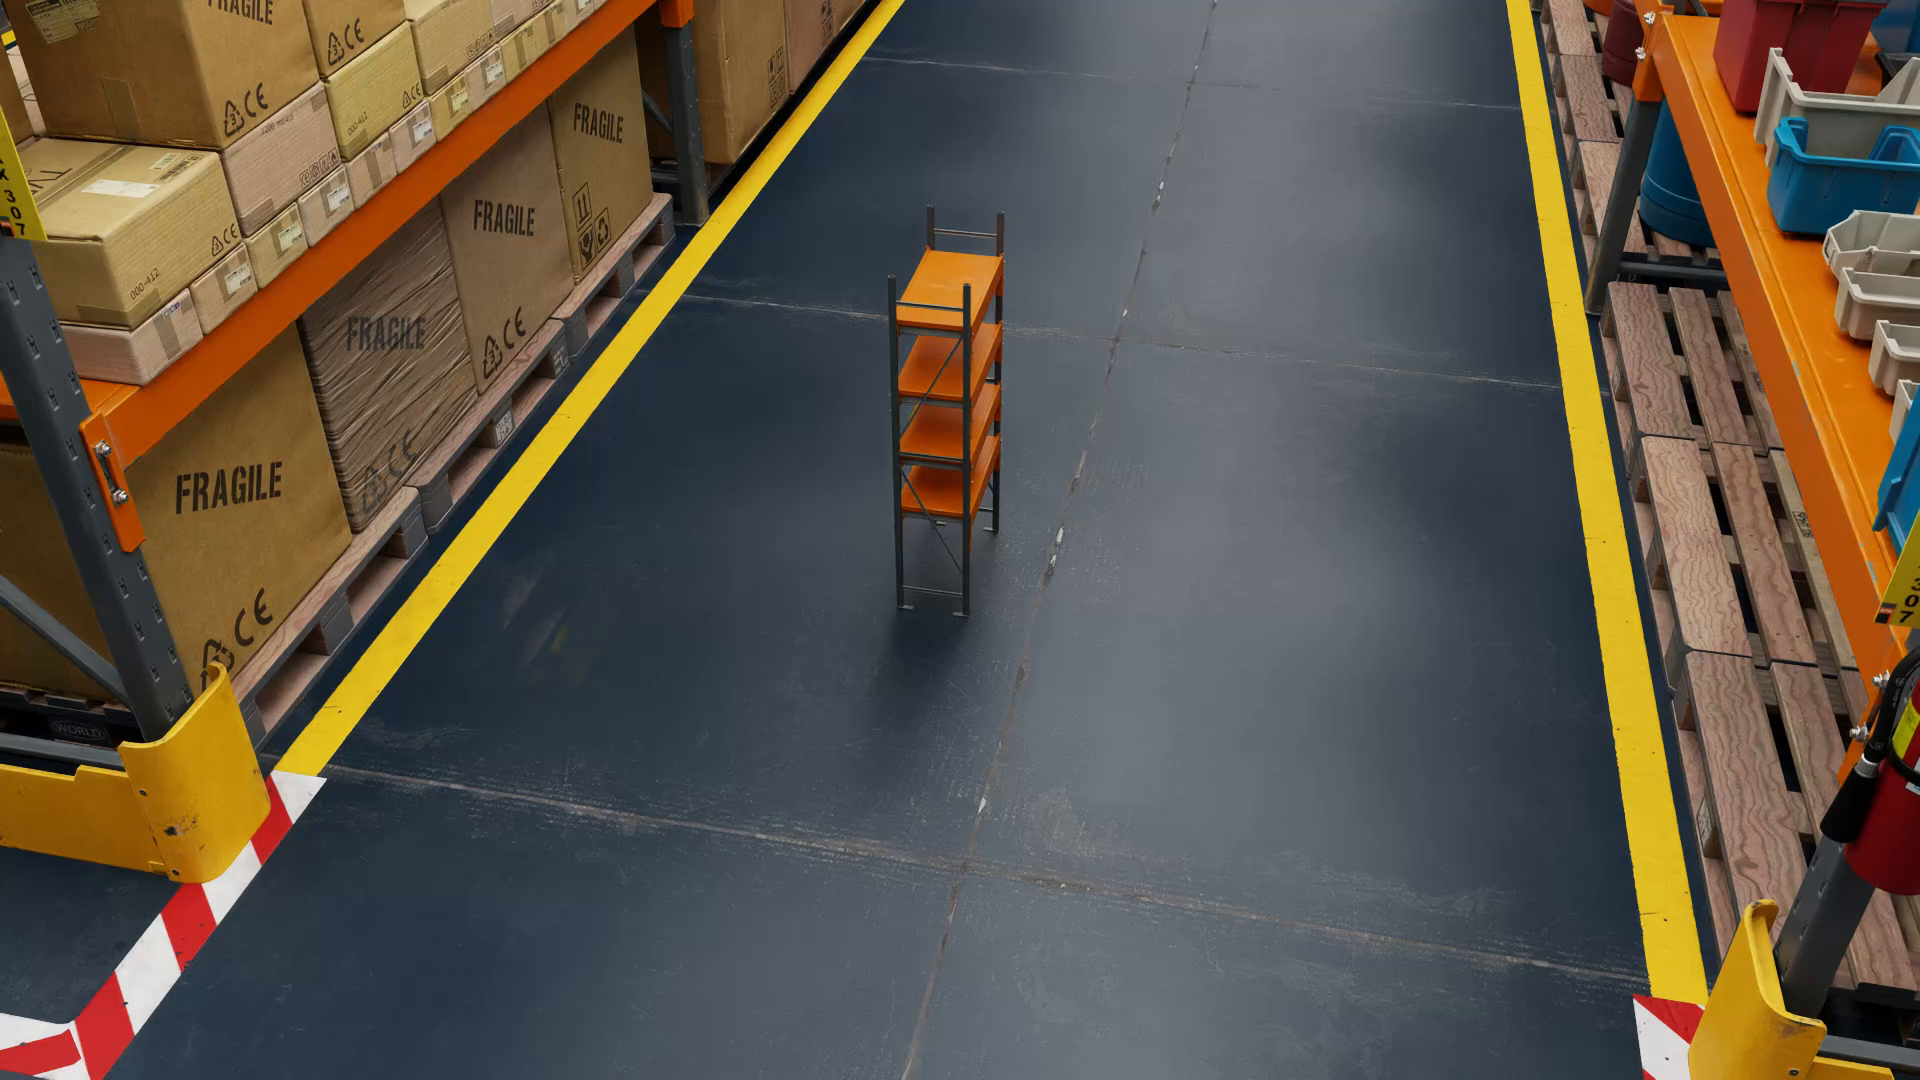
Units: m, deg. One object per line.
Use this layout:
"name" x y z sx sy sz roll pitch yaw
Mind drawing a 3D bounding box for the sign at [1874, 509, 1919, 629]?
"sign" 1.762 0.029 3.015 0.100 0.325 0.005 7 37 10

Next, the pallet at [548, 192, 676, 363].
"pallet" -1.920 -1.204 7.232 1.003 0.211 1.213 7 37 10

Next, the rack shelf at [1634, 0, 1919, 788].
"rack shelf" 2.730 -0.701 4.774 1.077 0.370 4.000 7 37 10

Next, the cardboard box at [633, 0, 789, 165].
"cardboard box" -1.564 -2.439 8.011 1.225 0.875 0.875 7 37 10

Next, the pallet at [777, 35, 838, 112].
"pallet" -1.332 -2.784 9.411 1.003 0.211 1.213 7 37 10

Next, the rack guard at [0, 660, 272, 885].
"rack guard" -2.541 0.560 4.552 1.175 0.500 0.348 7 37 10

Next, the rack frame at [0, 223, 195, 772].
"rack frame" -2.536 -0.466 3.837 1.000 3.000 0.127 7 37 10

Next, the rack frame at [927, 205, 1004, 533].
"rack frame" 0.017 -0.531 5.460 0.240 1.200 0.015 7 37 10

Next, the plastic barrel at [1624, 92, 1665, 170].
"plastic barrel" 3.441 -2.175 7.625 0.600 0.901 0.708 7 37 10

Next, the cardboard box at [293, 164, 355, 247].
"cardboard box" -1.975 -0.970 4.747 0.380 0.149 0.250 7 36 9

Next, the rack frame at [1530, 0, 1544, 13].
"rack frame" 4.012 -4.432 9.309 1.000 3.000 0.127 7 37 10

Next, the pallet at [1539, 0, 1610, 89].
"pallet" 3.884 -2.846 9.496 1.003 0.211 1.213 7 37 10

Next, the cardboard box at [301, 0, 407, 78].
"cardboard box" -1.958 -1.655 4.713 0.500 0.500 0.500 6 36 9

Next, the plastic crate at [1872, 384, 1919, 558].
"plastic crate" 2.192 -0.099 3.250 0.616 0.435 0.499 7 37 10

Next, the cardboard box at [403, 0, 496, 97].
"cardboard box" -1.848 -1.654 5.350 0.500 0.250 0.500 7 36 9

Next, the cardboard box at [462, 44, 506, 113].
"cardboard box" -1.756 -1.559 5.559 0.380 0.149 0.250 8 37 11

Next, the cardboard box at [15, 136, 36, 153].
"cardboard box" -2.691 -0.837 4.223 0.500 0.250 0.500 7 36 9

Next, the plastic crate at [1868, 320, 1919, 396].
"plastic crate" 2.376 -0.417 3.944 0.396 0.136 0.243 7 37 10

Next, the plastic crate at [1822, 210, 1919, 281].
"plastic crate" 2.457 -0.752 4.405 0.298 0.136 0.250 7 37 10

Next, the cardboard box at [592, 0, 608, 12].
"cardboard box" -1.536 -2.147 6.370 0.380 0.149 0.250 7 36 9

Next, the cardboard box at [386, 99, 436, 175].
"cardboard box" -1.865 -1.264 5.152 0.380 0.149 0.250 7 37 9

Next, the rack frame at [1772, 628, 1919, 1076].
"rack frame" 2.303 0.155 2.981 1.000 3.000 0.127 7 37 10

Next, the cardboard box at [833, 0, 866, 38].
"cardboard box" -1.193 -3.459 9.420 1.225 0.875 0.875 7 37 10

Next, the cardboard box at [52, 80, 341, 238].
"cardboard box" -2.065 -1.066 4.539 0.500 0.250 0.500 7 37 9

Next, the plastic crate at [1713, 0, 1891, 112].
"plastic crate" 2.722 -1.708 5.445 0.402 0.464 0.583 7 37 10

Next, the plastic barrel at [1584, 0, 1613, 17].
"plastic barrel" 3.924 -3.441 9.432 0.600 0.830 0.708 7 37 10

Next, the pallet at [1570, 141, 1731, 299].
"pallet" 3.363 -1.447 7.566 1.003 0.211 1.213 7 37 10

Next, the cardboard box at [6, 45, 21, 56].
"cardboard box" -2.474 -1.420 5.027 0.500 0.250 0.500 6 36 8

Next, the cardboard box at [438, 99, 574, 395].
"cardboard box" -2.093 -1.185 6.281 0.875 0.875 0.875 7 37 10

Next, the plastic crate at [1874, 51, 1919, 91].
"plastic crate" 3.181 -1.376 5.276 0.437 0.125 0.590 7 37 10

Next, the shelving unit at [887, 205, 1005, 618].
"shelving unit" -0.035 -0.391 5.267 0.258 1.200 0.503 7 37 10

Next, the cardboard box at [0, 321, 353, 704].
"cardboard box" -2.477 -0.153 4.858 0.875 0.875 0.875 7 37 10

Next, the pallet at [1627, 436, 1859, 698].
"pallet" 2.780 0.118 5.407 1.003 0.211 1.213 7 37 10

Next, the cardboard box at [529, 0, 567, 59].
"cardboard box" -1.646 -1.852 5.963 0.380 0.149 0.250 8 37 11

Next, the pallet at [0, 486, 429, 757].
"pallet" -2.441 0.195 5.302 1.003 0.211 1.213 7 37 10

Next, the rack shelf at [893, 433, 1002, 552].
"rack shelf" -0.035 -0.176 5.423 0.258 0.148 0.480 7 37 10

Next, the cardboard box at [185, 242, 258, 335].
"cardboard box" -2.084 -0.674 4.338 0.380 0.149 0.250 7 36 9

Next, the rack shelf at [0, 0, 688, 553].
"rack shelf" -2.108 -1.322 5.630 1.077 0.370 4.000 7 37 10

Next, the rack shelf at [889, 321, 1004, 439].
"rack shelf" -0.035 -0.518 5.175 0.258 0.148 0.480 7 37 10
